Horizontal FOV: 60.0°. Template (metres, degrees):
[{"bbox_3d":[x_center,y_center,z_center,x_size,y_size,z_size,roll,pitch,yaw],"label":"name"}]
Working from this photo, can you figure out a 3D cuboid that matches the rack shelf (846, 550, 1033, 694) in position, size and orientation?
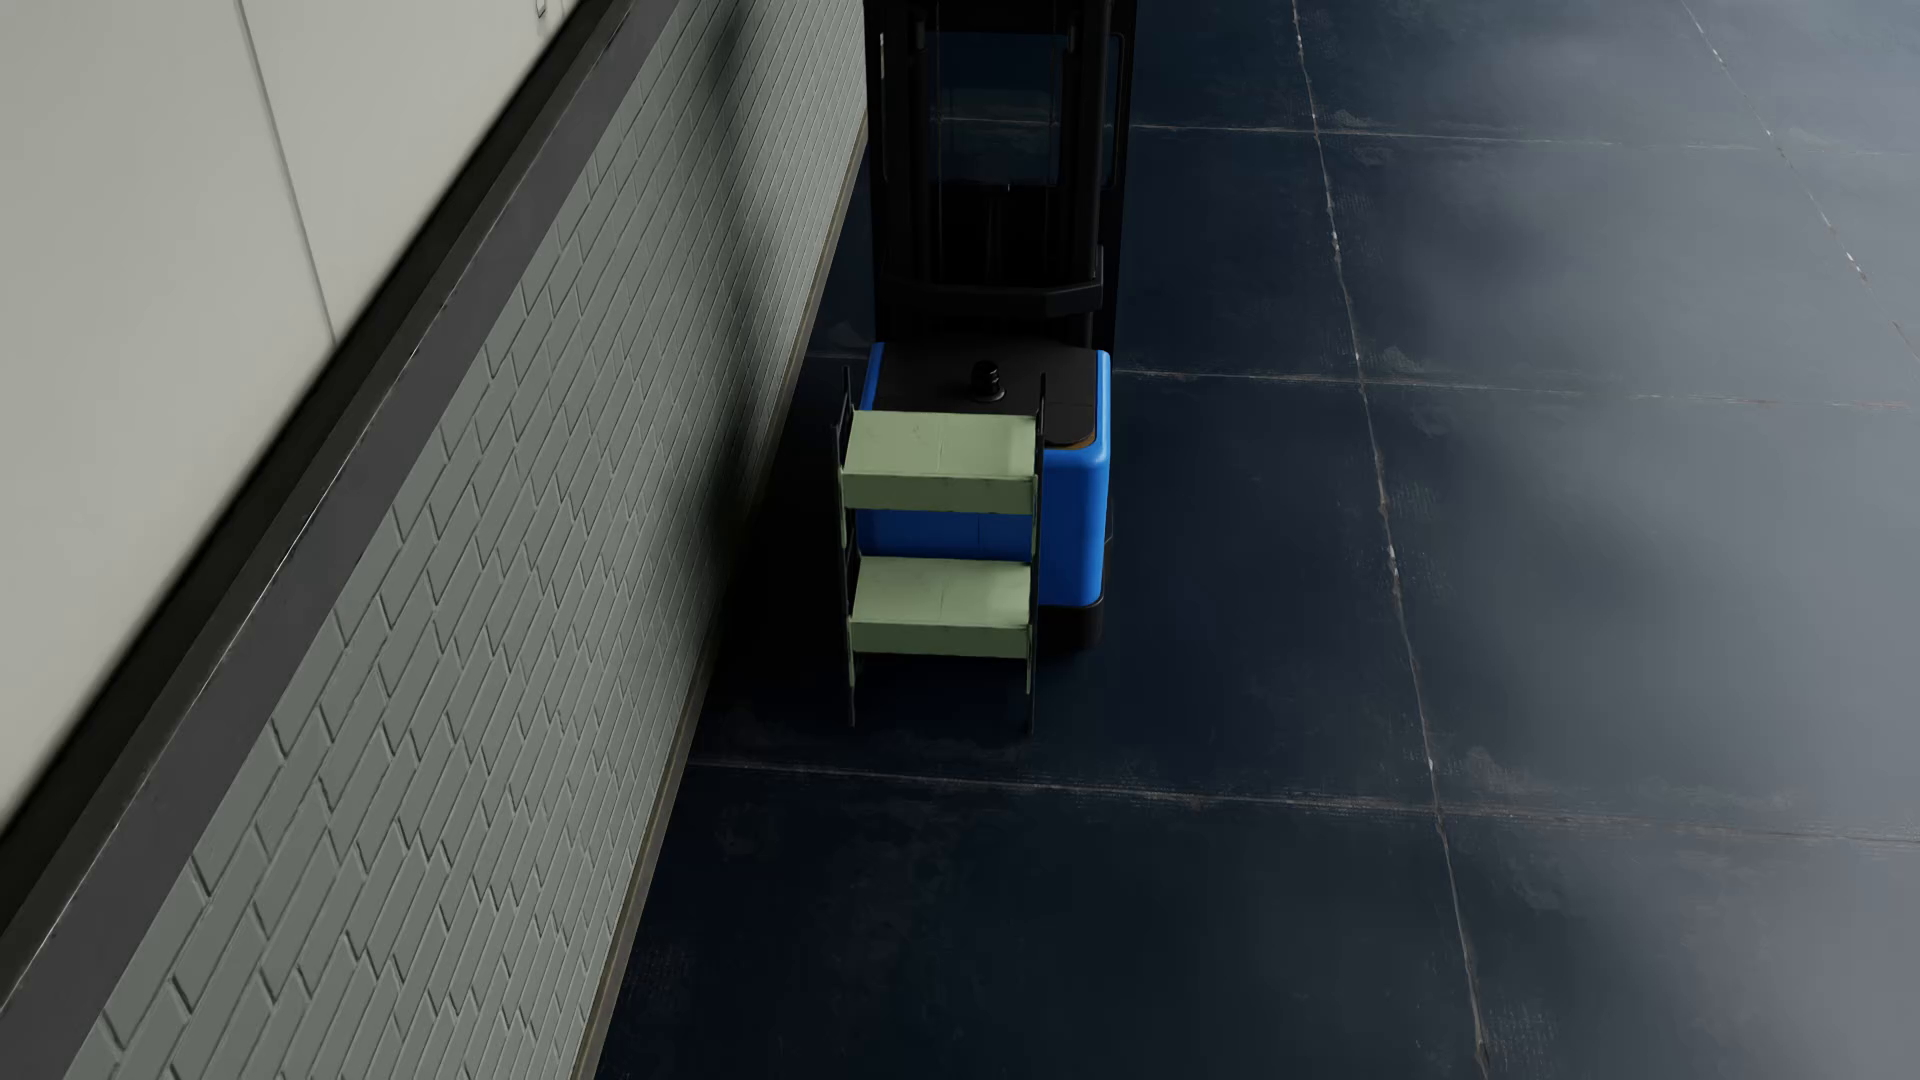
[{"bbox_3d":[-0.069,0.327,6.677,0.720,0.370,0.431,2,39,3],"label":"rack shelf"}]

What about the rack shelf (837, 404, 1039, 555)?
[{"bbox_3d":[-0.069,-0.229,6.225,0.720,0.370,0.431,2,39,3],"label":"rack shelf"}]

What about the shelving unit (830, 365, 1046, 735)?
[{"bbox_3d":[-0.069,0.074,6.471,0.755,1.500,0.431,2,39,3],"label":"shelving unit"}]

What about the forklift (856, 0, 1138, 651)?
[{"bbox_3d":[0.177,-1.581,7.370,1.130,2.935,3.031,2,39,3],"label":"forklift"}]

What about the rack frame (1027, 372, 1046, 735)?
[{"bbox_3d":[0.296,0.087,6.455,0.023,1.500,0.400,2,39,3],"label":"rack frame"}]

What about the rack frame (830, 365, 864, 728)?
[{"bbox_3d":[-0.435,0.060,6.488,0.023,1.500,0.400,2,39,3],"label":"rack frame"}]
